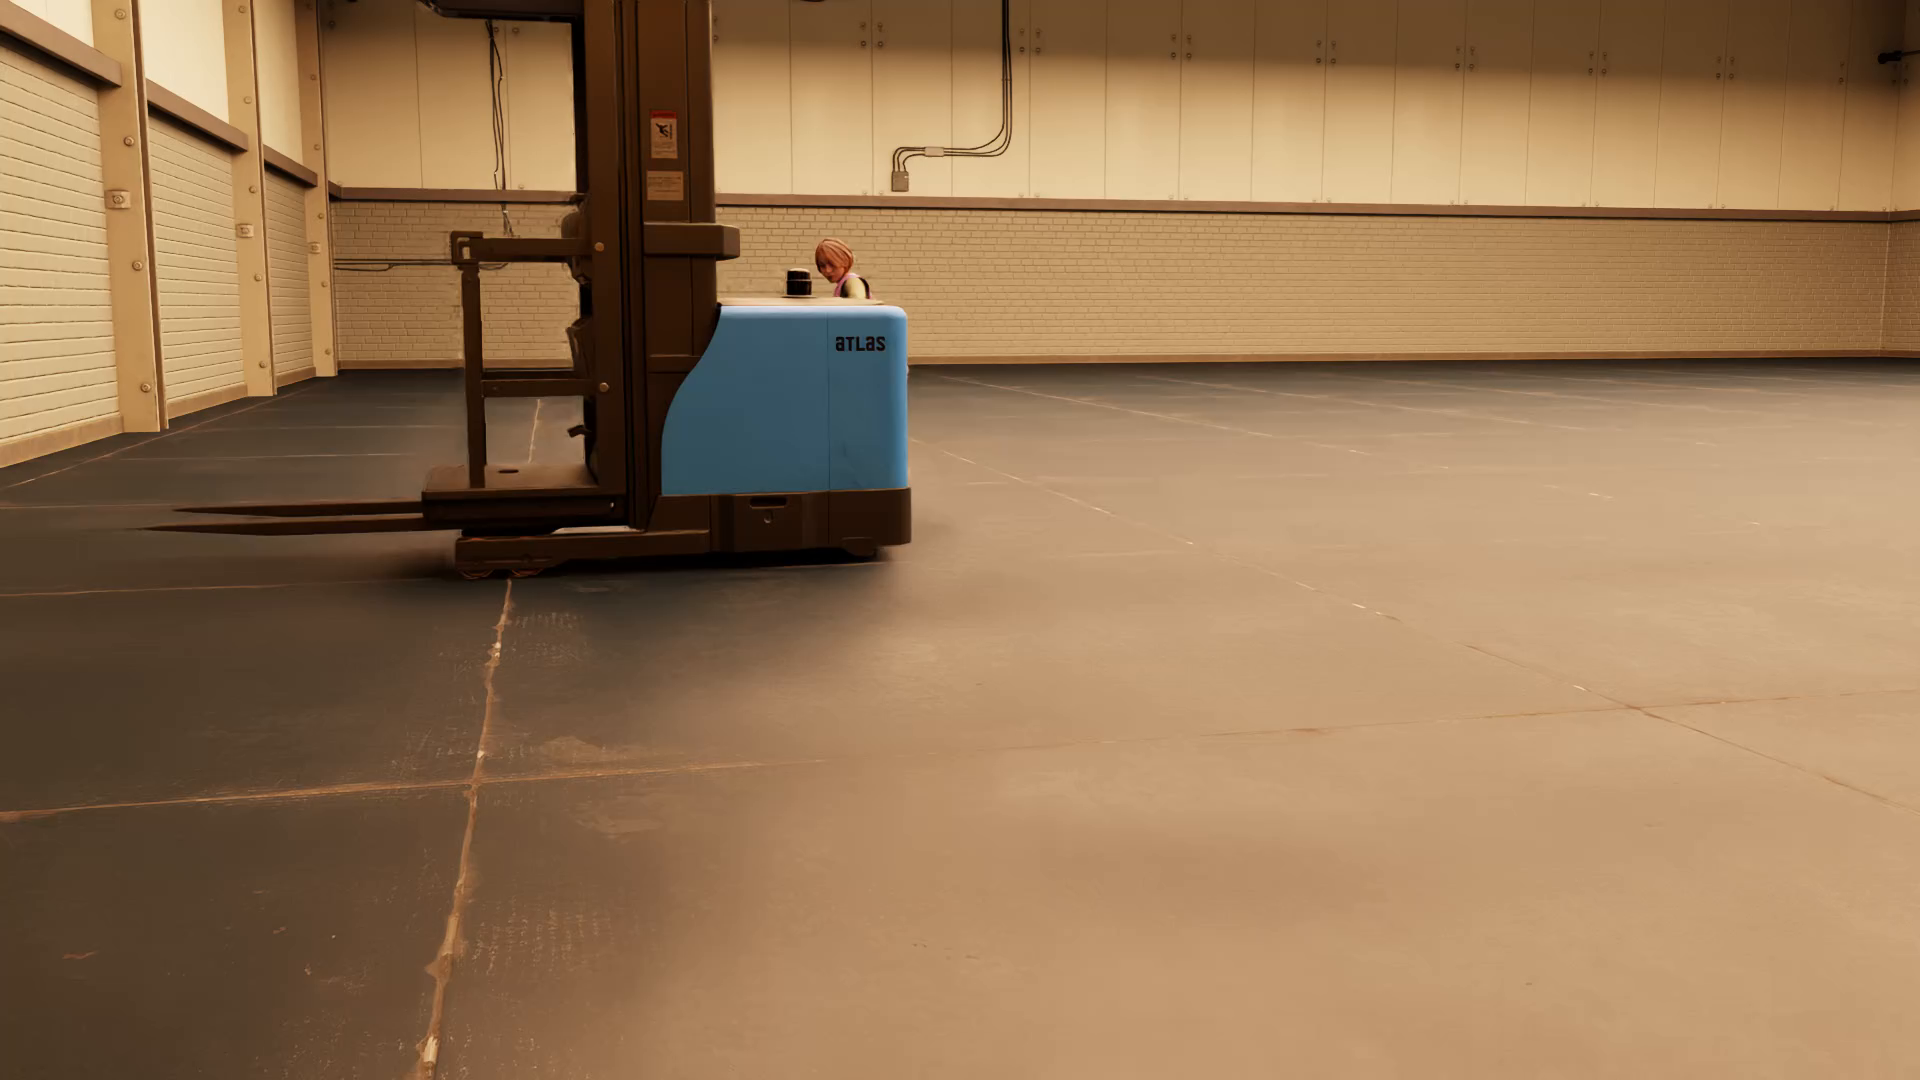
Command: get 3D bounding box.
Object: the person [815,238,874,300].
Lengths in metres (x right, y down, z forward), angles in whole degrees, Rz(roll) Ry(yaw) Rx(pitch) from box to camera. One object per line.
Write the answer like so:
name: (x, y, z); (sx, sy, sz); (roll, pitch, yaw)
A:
person: (-0.564, -0.863, 8.952); (0.492, 1.489, 0.875); (0, 8, 1)

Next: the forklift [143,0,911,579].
forklift: (-1.785, -1.376, 6.967); (3.031, 2.935, 1.130); (-2, 8, -15)
